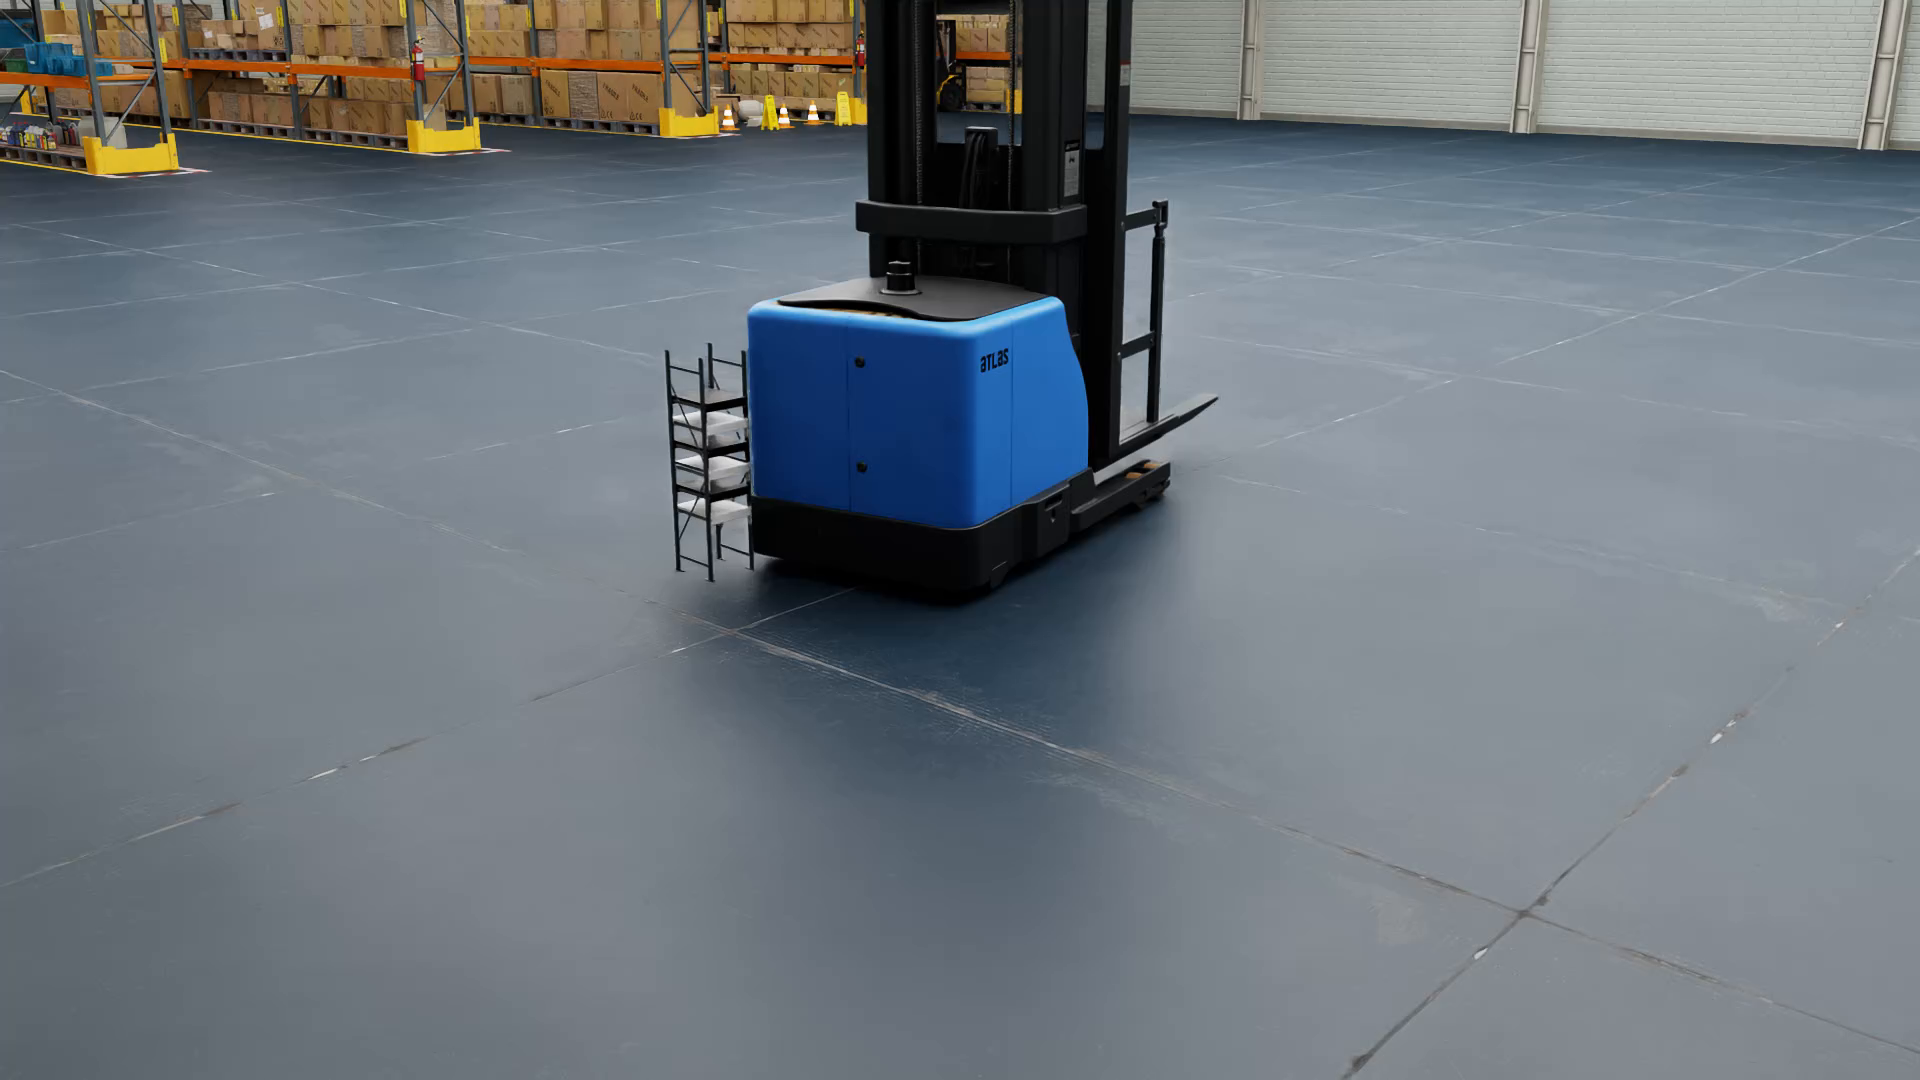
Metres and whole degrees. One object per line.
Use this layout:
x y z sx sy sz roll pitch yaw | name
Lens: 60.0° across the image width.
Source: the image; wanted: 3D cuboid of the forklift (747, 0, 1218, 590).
0.324 -1.603 7.316 1.130 2.935 3.031 10 20 28 | forklift

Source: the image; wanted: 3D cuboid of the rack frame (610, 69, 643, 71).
-7.760 -11.632 38.806 0.127 3.000 1.000 15 23 39 | rack frame

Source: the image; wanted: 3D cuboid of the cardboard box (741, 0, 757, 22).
-4.215 -11.250 35.292 0.500 0.500 0.700 15 23 40 | cardboard box

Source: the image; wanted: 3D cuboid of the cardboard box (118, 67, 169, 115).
-16.169 -9.078 33.574 0.875 0.875 1.225 14 22 37 | cardboard box

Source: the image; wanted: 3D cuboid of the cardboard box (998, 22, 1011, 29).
1.070 -11.513 37.192 0.250 0.149 0.380 15 23 40 | cardboard box

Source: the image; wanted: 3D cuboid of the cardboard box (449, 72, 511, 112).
-9.918 -9.303 34.490 0.750 0.750 1.050 15 23 40 | cardboard box

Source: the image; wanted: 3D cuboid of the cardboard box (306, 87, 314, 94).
-14.831 -10.371 38.358 0.250 0.149 0.380 14 22 37 | cardboard box

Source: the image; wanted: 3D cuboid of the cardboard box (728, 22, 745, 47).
-4.624 -10.867 35.738 0.500 0.500 0.500 15 23 39 | cardboard box

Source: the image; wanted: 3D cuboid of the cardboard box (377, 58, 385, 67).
-9.289 -7.817 27.200 0.250 0.149 0.380 15 23 39 | cardboard box

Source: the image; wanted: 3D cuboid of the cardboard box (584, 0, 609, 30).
-6.522 -9.865 31.204 0.500 0.550 0.875 15 23 39 | cardboard box

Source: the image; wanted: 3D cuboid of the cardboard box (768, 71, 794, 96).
-3.711 -9.687 35.289 0.500 0.500 0.500 17 24 42 | cardboard box

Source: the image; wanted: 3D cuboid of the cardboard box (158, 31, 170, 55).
-15.240 -9.582 32.181 0.500 0.500 0.500 15 23 39 | cardboard box

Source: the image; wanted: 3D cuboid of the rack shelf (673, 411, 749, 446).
-0.989 -0.447 6.547 0.200 0.077 0.258 -17 24 -42 | rack shelf

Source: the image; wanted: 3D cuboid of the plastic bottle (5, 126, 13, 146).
-14.426 -6.156 25.326 0.135 0.276 0.152 16 24 41 | plastic bottle

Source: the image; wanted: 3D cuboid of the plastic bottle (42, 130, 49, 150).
-13.406 -5.867 24.403 0.133 0.283 0.061 16 23 41 | plastic bottle

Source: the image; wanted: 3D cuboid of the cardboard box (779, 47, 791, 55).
-3.588 -10.270 34.930 0.250 0.149 0.380 15 23 39 | cardboard box

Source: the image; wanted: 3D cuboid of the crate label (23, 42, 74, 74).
-13.198 -6.988 24.115 0.616 0.435 0.502 15 23 39 | crate label

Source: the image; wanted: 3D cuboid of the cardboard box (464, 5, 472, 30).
-9.876 -10.720 34.114 0.500 0.500 0.700 15 23 38 | cardboard box

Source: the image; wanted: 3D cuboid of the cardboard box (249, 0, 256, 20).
-16.412 -12.514 39.275 0.500 0.500 0.500 16 24 41 | cardboard box

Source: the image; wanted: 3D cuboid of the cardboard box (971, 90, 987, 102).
0.589 -10.164 38.031 0.500 0.250 0.500 15 23 39 | cardboard box

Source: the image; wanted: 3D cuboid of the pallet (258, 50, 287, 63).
-11.821 -8.682 29.827 1.213 0.211 1.003 15 23 39 | pallet

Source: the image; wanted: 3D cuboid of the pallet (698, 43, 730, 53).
-5.243 -10.924 36.891 1.213 0.211 1.003 15 23 39 | pallet

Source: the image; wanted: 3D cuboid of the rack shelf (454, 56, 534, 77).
-9.474 -9.748 34.057 4.000 0.370 1.077 15 23 39 | rack shelf

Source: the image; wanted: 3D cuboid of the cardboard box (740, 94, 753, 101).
-4.506 -9.539 36.062 0.500 0.250 0.500 14 22 37 | cardboard box

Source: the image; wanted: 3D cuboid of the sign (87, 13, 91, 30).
-17.697 -10.518 33.732 0.005 0.325 0.100 15 23 39 | sign

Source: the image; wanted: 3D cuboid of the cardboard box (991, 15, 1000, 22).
0.903 -11.715 37.338 0.250 0.149 0.380 15 23 39 | cardboard box

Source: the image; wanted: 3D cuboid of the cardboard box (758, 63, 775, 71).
-4.067 -10.064 35.405 0.250 0.149 0.380 16 24 41 | cardboard box

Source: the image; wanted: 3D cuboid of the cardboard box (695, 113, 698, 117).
-5.470 -8.457 33.321 0.396 0.266 0.258 -13 22 -36 | cardboard box

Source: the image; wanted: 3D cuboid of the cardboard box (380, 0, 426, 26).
-8.930 -8.504 26.640 0.500 0.500 0.500 15 23 39 | cardboard box

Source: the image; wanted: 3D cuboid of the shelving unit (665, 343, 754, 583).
-0.989 -0.307 6.591 0.210 0.900 0.258 -17 24 -42 | shelving unit

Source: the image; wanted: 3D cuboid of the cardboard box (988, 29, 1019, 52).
0.973 -11.237 37.394 0.500 0.500 0.500 14 23 38 | cardboard box

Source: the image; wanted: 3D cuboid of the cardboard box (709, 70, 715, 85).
-6.472 -12.214 44.077 0.500 0.500 0.500 14 22 38 | cardboard box

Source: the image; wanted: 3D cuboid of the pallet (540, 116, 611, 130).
-7.461 -8.189 32.567 1.213 0.211 1.003 15 23 39 | pallet

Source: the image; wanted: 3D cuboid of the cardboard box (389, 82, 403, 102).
-12.021 -9.679 36.089 0.500 0.500 0.500 16 24 41 | cardboard box

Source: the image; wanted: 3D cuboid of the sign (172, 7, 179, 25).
-14.704 -9.816 31.168 0.005 0.325 0.100 15 23 39 | sign

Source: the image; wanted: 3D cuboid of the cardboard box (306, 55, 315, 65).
-11.001 -8.259 28.592 0.250 0.149 0.380 15 23 39 | cardboard box

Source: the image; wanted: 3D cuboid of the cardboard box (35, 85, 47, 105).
-19.789 -10.073 36.712 0.875 0.875 0.875 15 23 39 | cardboard box

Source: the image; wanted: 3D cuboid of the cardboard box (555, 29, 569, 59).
-7.268 -9.584 32.103 0.550 0.550 0.875 15 23 39 | cardboard box

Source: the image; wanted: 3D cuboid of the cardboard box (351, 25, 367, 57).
-9.546 -8.273 27.565 0.500 0.500 0.875 15 23 39 | cardboard box

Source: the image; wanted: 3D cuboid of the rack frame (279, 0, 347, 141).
-11.346 -8.587 29.210 0.127 3.000 1.000 15 23 39 | rack frame

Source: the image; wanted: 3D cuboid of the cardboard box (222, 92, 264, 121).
-13.400 -8.170 31.301 0.500 0.500 0.700 13 22 35 | cardboard box

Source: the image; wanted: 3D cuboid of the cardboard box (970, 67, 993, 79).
0.578 -10.639 37.874 0.500 0.250 0.500 16 23 40 | cardboard box

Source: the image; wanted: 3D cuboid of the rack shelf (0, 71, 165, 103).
-13.138 -6.722 24.523 4.000 0.370 1.077 15 23 39 | rack shelf

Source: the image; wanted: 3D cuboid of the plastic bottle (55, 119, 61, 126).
-13.961 -6.349 25.812 0.185 0.351 0.144 14 23 38 | plastic bottle

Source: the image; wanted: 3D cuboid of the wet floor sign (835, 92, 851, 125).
-2.344 -8.624 33.218 0.267 0.644 0.232 -9 20 -27 | wet floor sign

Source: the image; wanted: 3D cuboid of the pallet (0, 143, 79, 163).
-14.159 -5.993 25.647 1.213 0.211 1.003 15 23 39 | pallet

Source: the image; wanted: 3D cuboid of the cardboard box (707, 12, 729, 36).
-5.266 -11.260 36.280 0.500 0.500 0.500 15 23 38 | cardboard box
